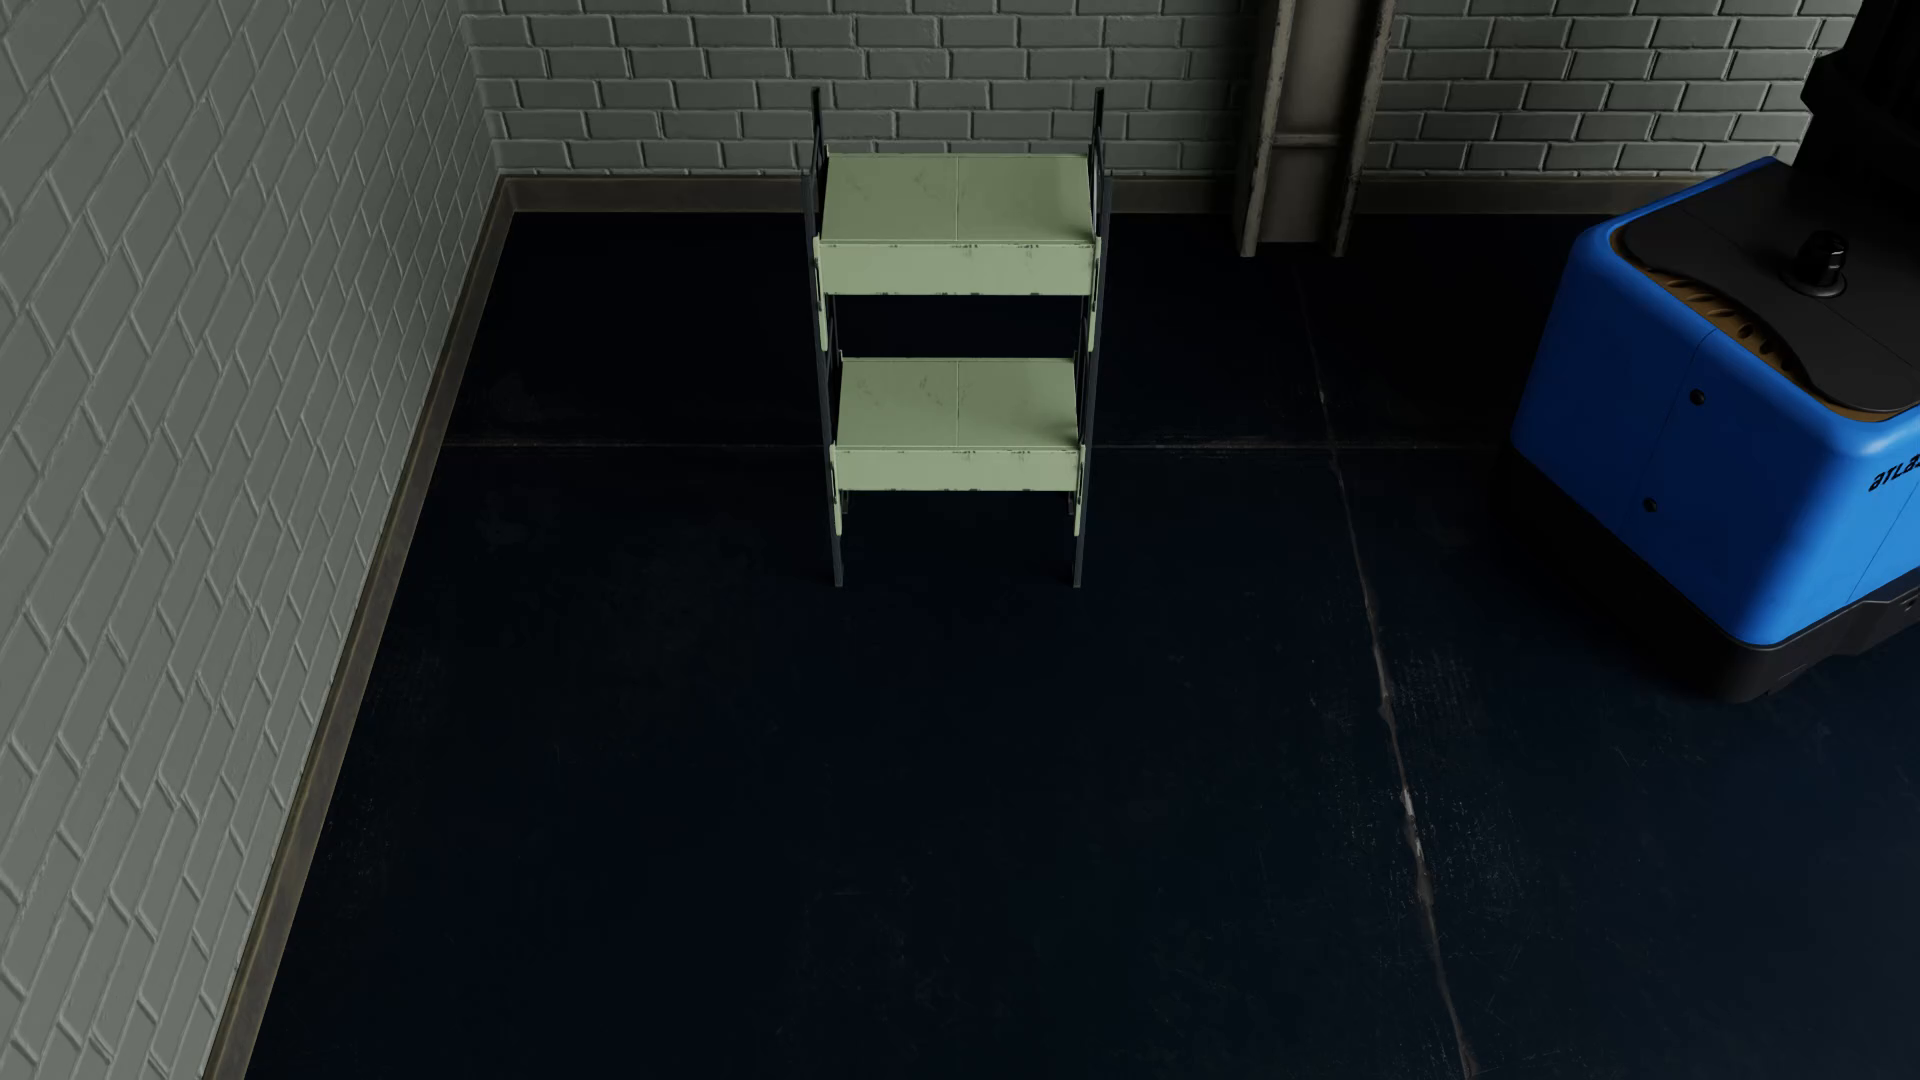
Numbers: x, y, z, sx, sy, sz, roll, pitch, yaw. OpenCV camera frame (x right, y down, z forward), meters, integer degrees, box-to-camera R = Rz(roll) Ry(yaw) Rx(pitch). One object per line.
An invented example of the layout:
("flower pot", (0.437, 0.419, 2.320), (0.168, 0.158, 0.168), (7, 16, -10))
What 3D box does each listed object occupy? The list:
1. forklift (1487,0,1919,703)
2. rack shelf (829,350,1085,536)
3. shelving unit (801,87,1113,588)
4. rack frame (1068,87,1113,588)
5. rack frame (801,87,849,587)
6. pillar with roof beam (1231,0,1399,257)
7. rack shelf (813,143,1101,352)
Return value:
("forklift", (3.212, -1.340, 4.495), (3.031, 2.935, 1.130), (-23, 51, -20))
("rack shelf", (-0.007, -0.289, 4.940), (0.720, 0.370, 0.431), (0, 47, 0))
("shelving unit", (-0.007, -0.511, 4.701), (0.755, 1.500, 0.431), (0, 47, 0))
("rack frame", (0.359, -0.510, 4.700), (0.023, 1.500, 0.400), (0, 47, 0))
("rack frame", (-0.373, -0.512, 4.702), (0.023, 1.500, 0.400), (0, 47, 0))
("pillar with roof beam", (1.231, -1.091, 0.117), (0.400, 9.000, 9.100), (0, 47, 0))
("rack shelf", (-0.007, -0.777, 4.415), (0.720, 0.370, 0.431), (0, 47, 0))
